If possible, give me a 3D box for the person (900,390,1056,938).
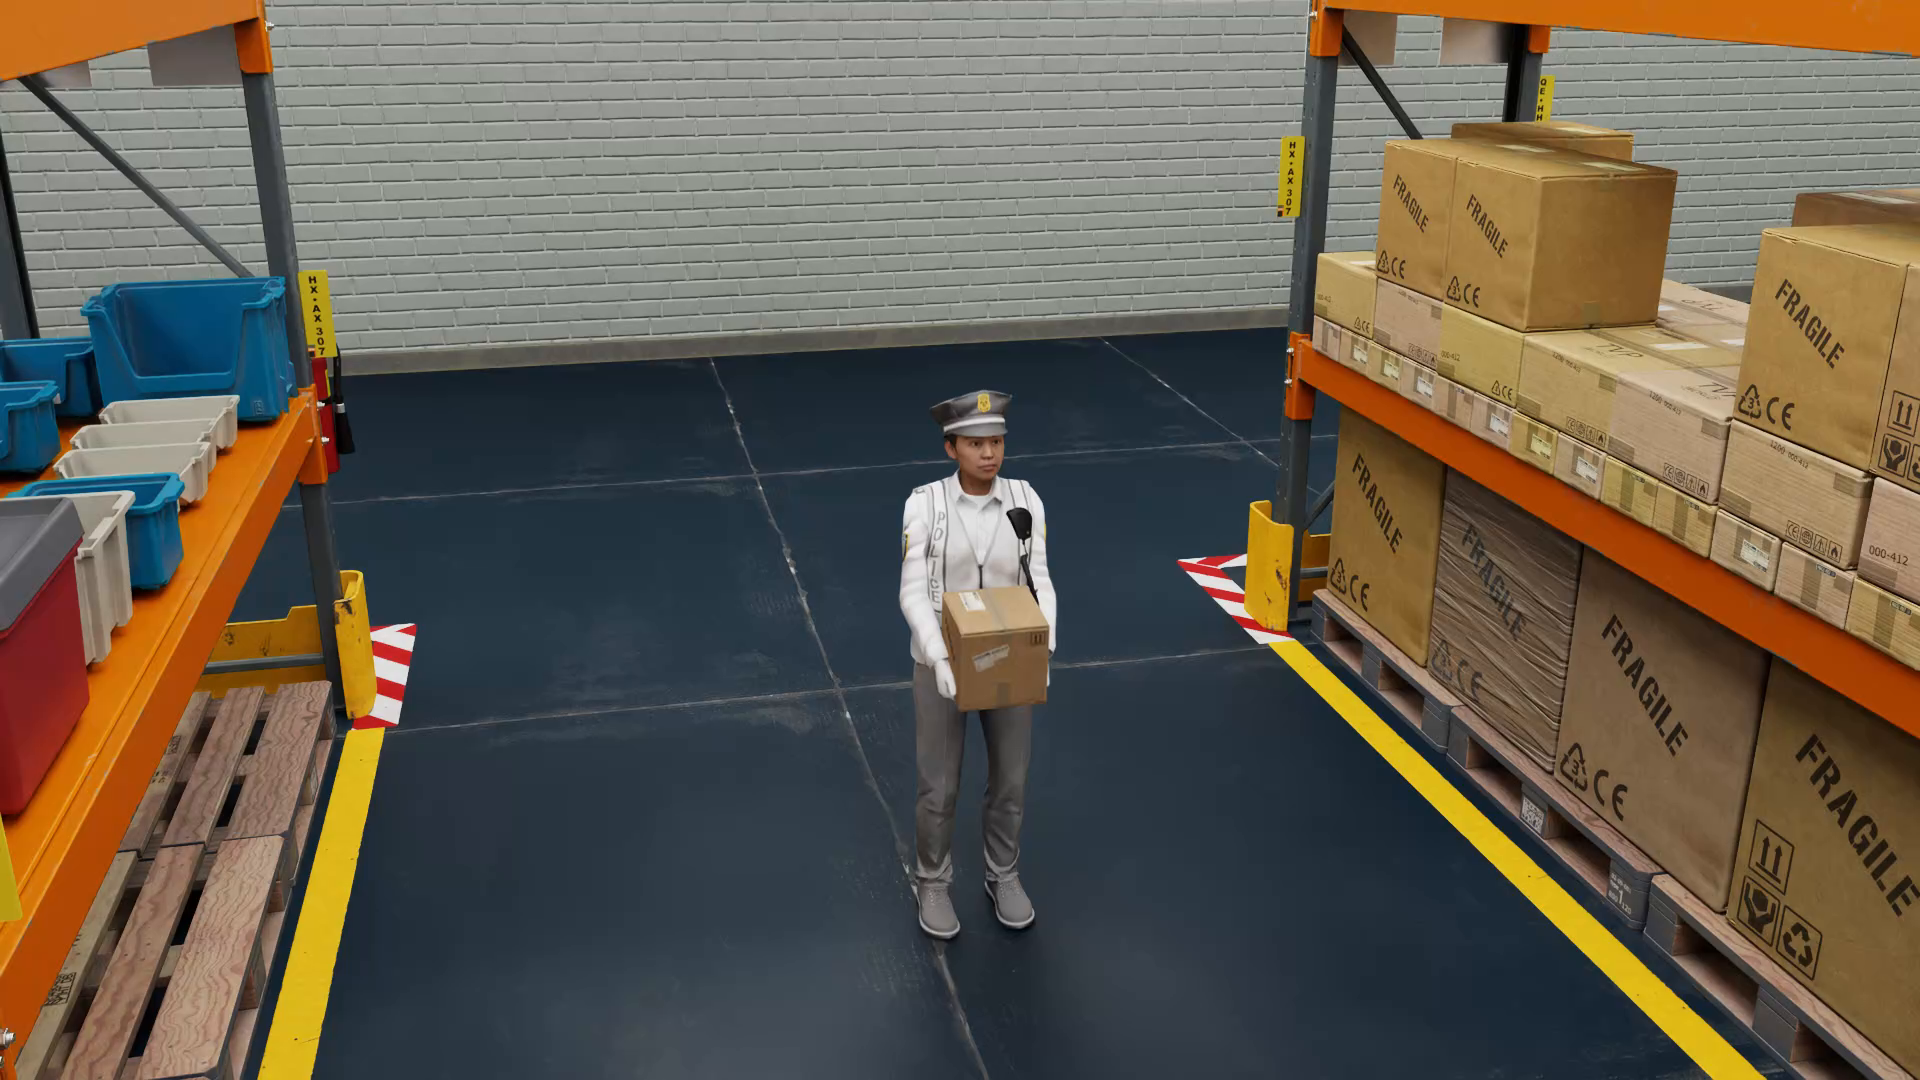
[{"bbox_3d":[0.057,0.393,4.937,0.460,1.686,0.564,-4,20,-12],"label":"person"}]
